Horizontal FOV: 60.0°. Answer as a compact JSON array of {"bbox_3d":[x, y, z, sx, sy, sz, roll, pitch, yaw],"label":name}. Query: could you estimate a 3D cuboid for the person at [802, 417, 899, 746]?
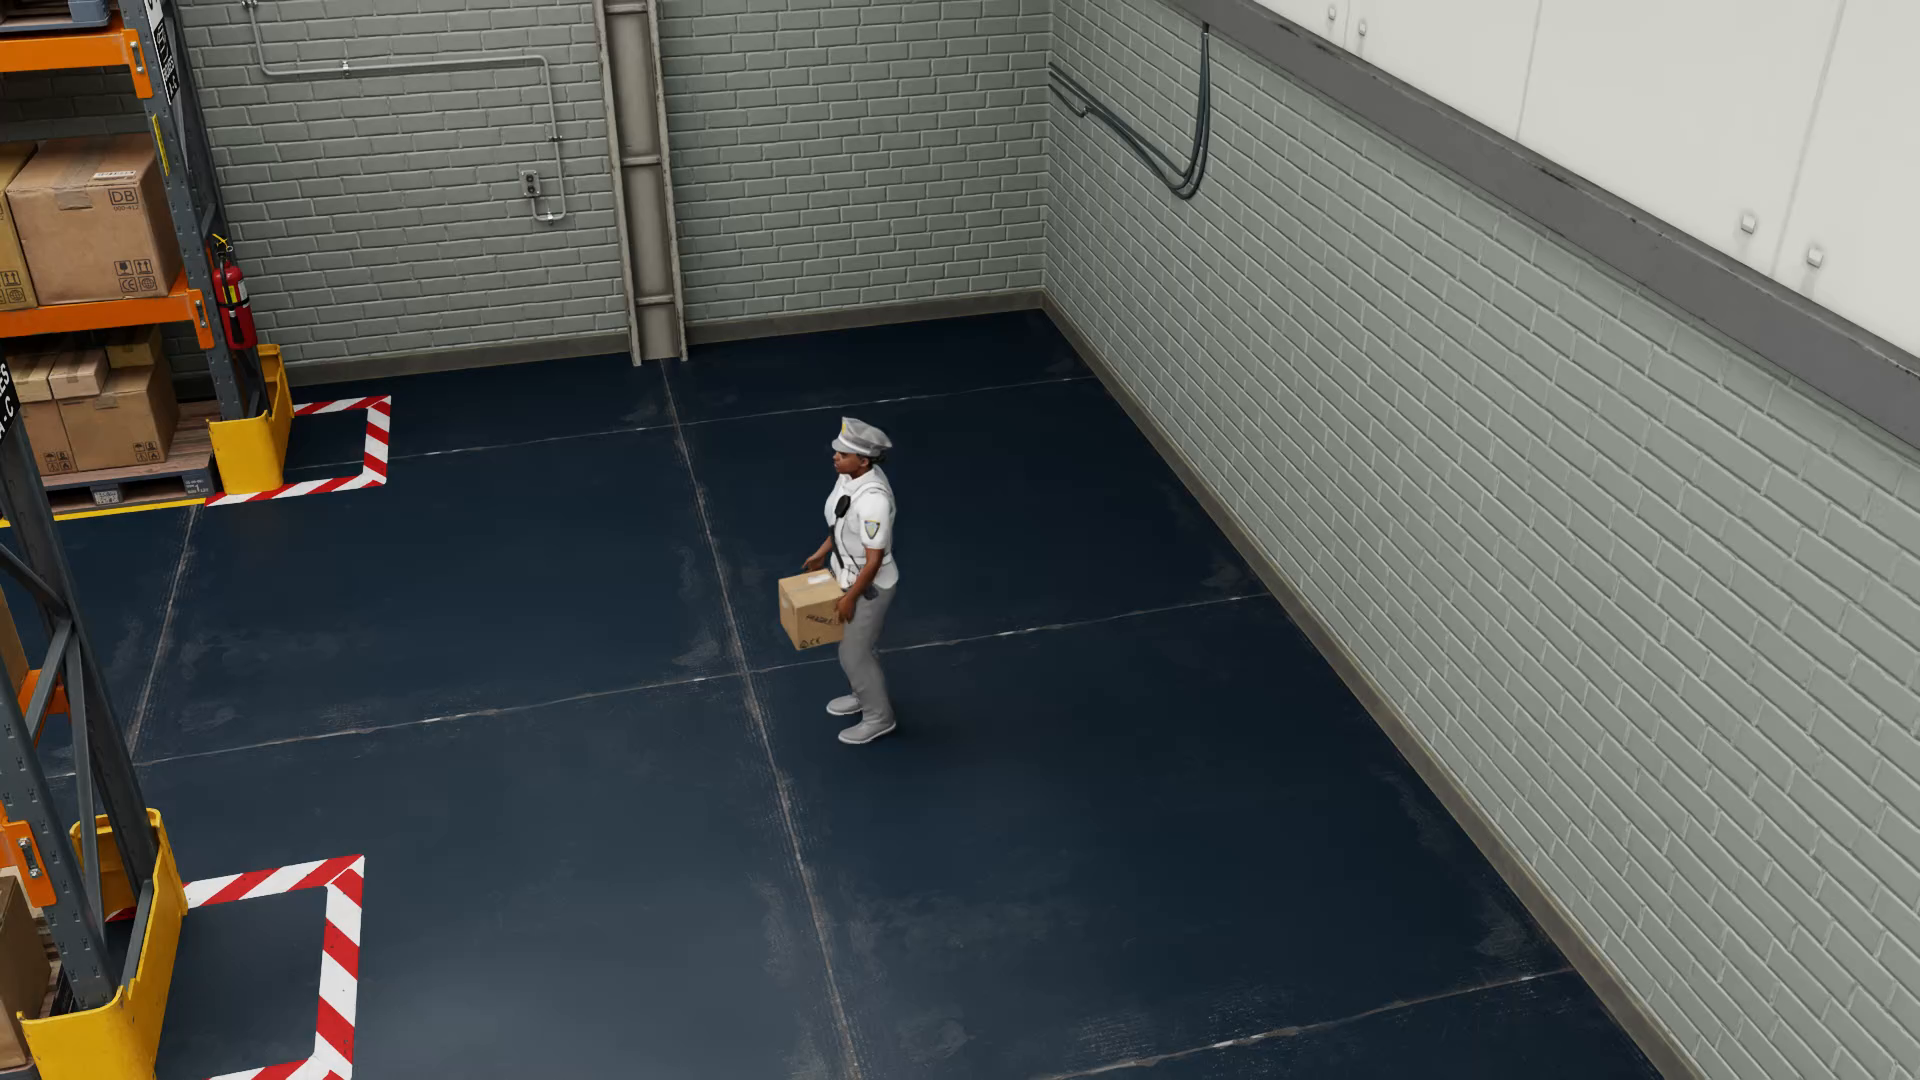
[{"bbox_3d":[-0.505,0.199,7.870,0.428,1.701,0.527,-7,31,-12],"label":"person"}]
